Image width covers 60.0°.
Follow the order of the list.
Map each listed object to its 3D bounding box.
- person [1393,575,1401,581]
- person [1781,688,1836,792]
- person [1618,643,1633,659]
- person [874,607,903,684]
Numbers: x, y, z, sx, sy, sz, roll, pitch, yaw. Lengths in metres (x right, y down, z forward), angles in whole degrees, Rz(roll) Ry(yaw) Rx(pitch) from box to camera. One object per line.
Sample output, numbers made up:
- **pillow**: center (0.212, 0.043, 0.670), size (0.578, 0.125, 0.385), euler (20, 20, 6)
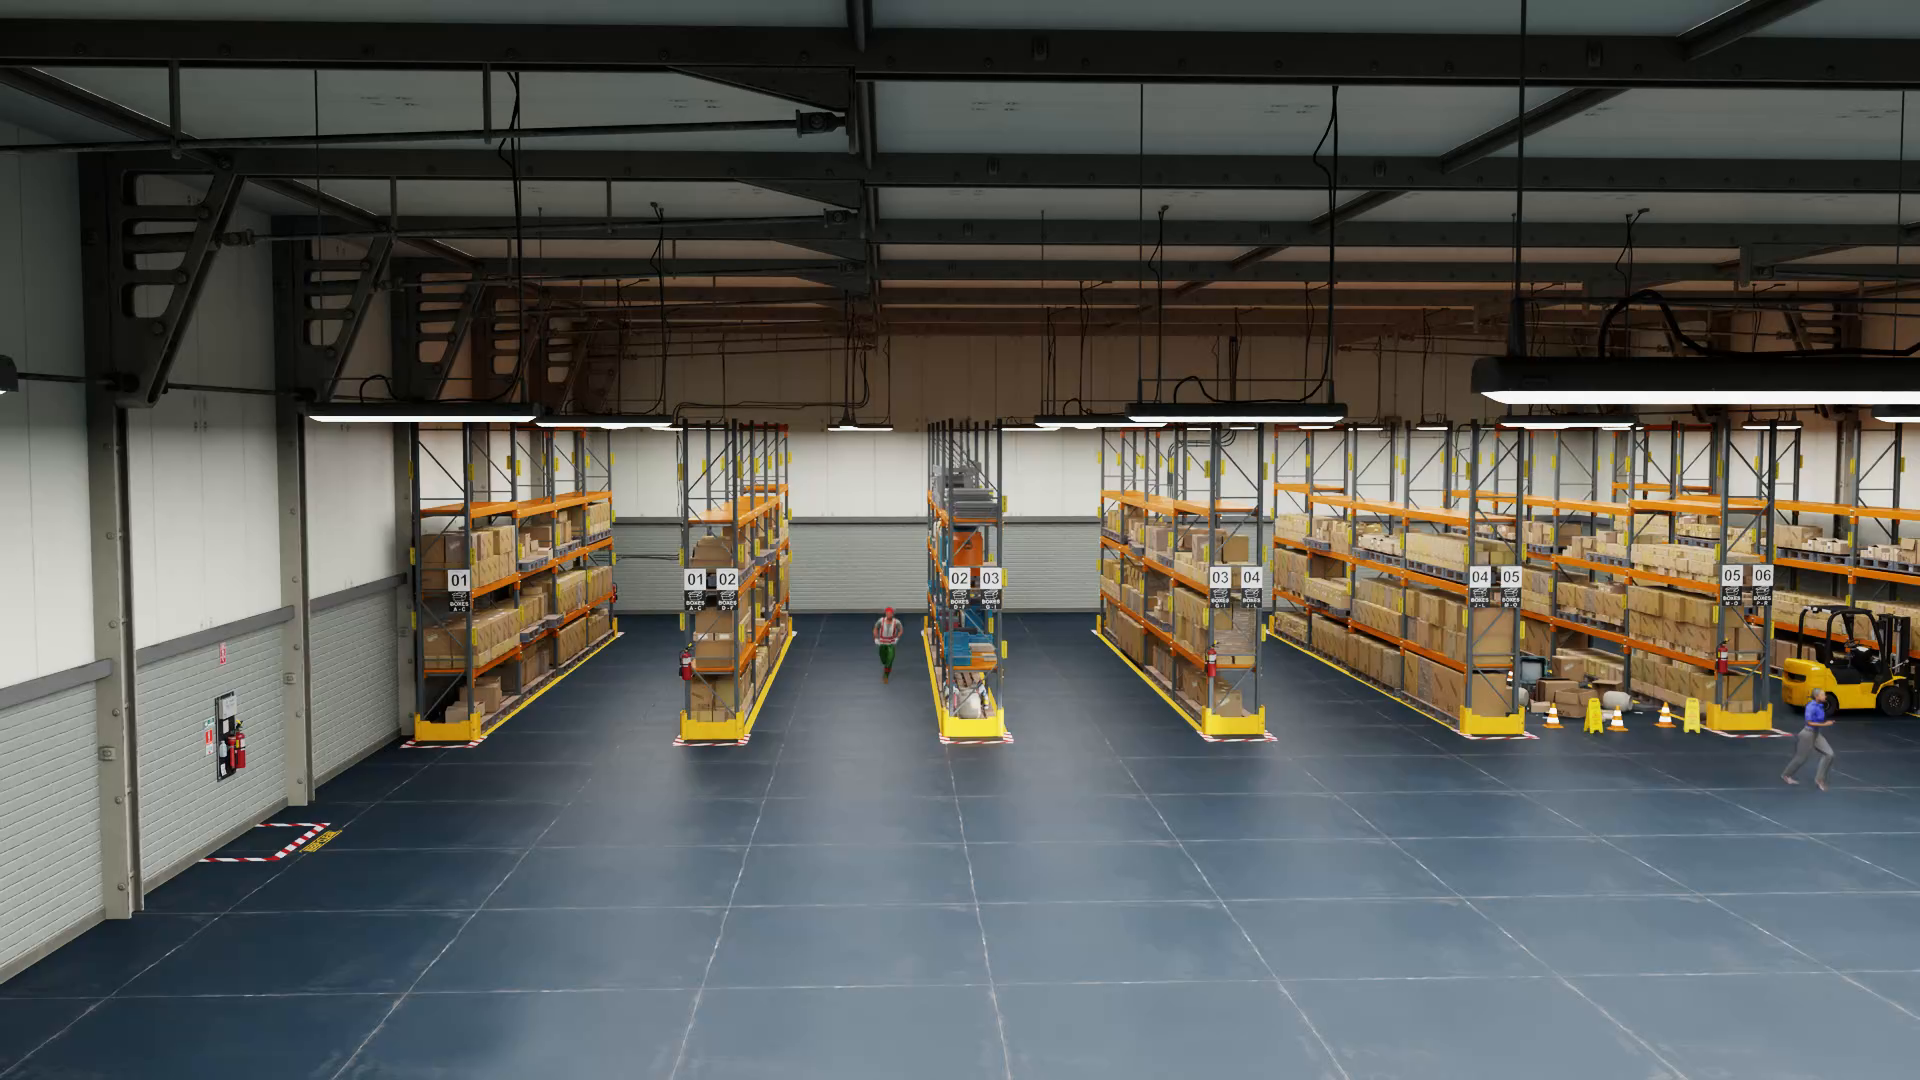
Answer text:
- **person**: center (12.935, 1.689, 49.276), size (0.837, 1.852, 0.715), euler (0, 4, 3)
- **person**: center (13.656, 3.195, 26.734), size (0.599, 1.683, 0.831), euler (-3, 5, -41)
- **person**: center (16.831, 2.198, 42.013), size (0.625, 1.658, 0.591), euler (0, 4, -5)
- **person**: center (-1.650, 2.413, 38.466), size (0.678, 1.755, 0.811), euler (0, 4, 4)
